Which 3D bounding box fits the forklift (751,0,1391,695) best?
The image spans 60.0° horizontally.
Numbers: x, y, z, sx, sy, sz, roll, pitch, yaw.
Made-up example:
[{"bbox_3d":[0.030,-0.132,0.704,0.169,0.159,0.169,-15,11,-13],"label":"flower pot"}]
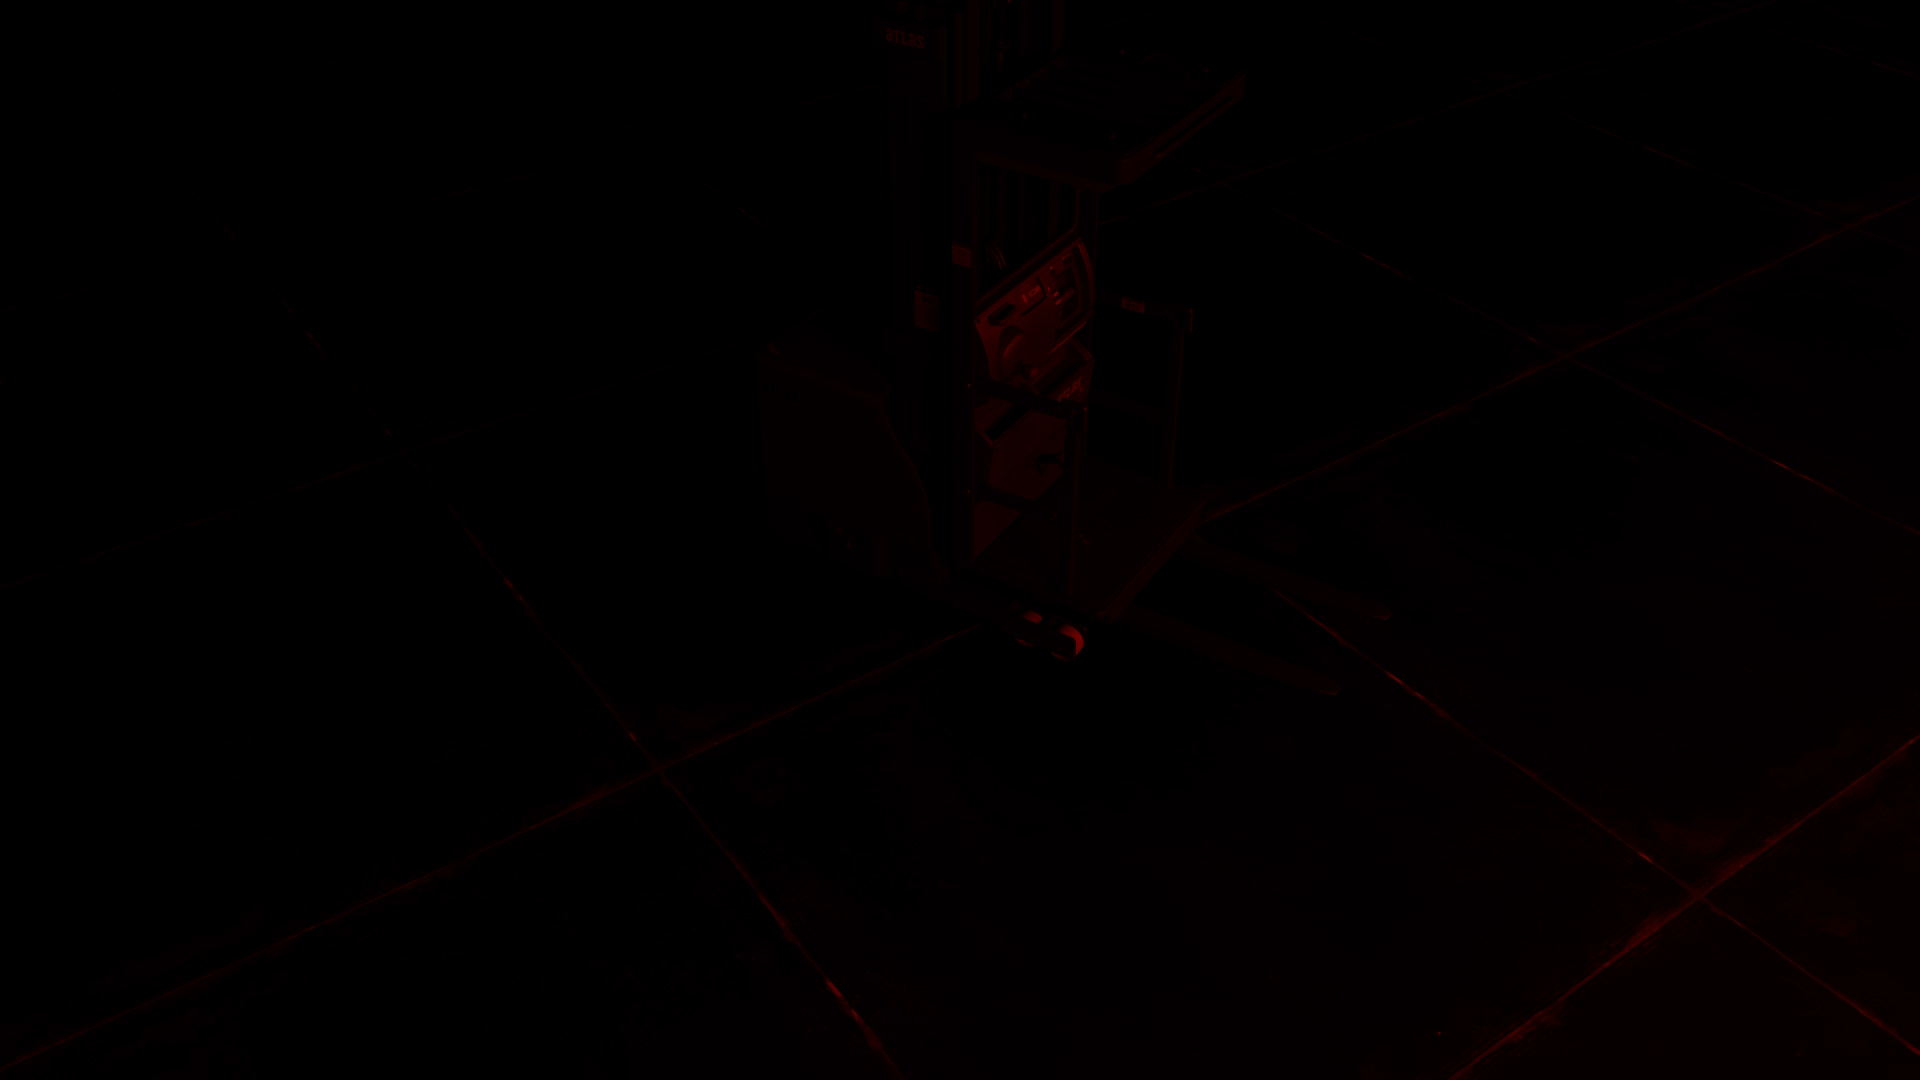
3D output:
[{"bbox_3d":[0.514,-0.985,7.276,3.031,2.935,1.130,21,41,26],"label":"forklift"}]
